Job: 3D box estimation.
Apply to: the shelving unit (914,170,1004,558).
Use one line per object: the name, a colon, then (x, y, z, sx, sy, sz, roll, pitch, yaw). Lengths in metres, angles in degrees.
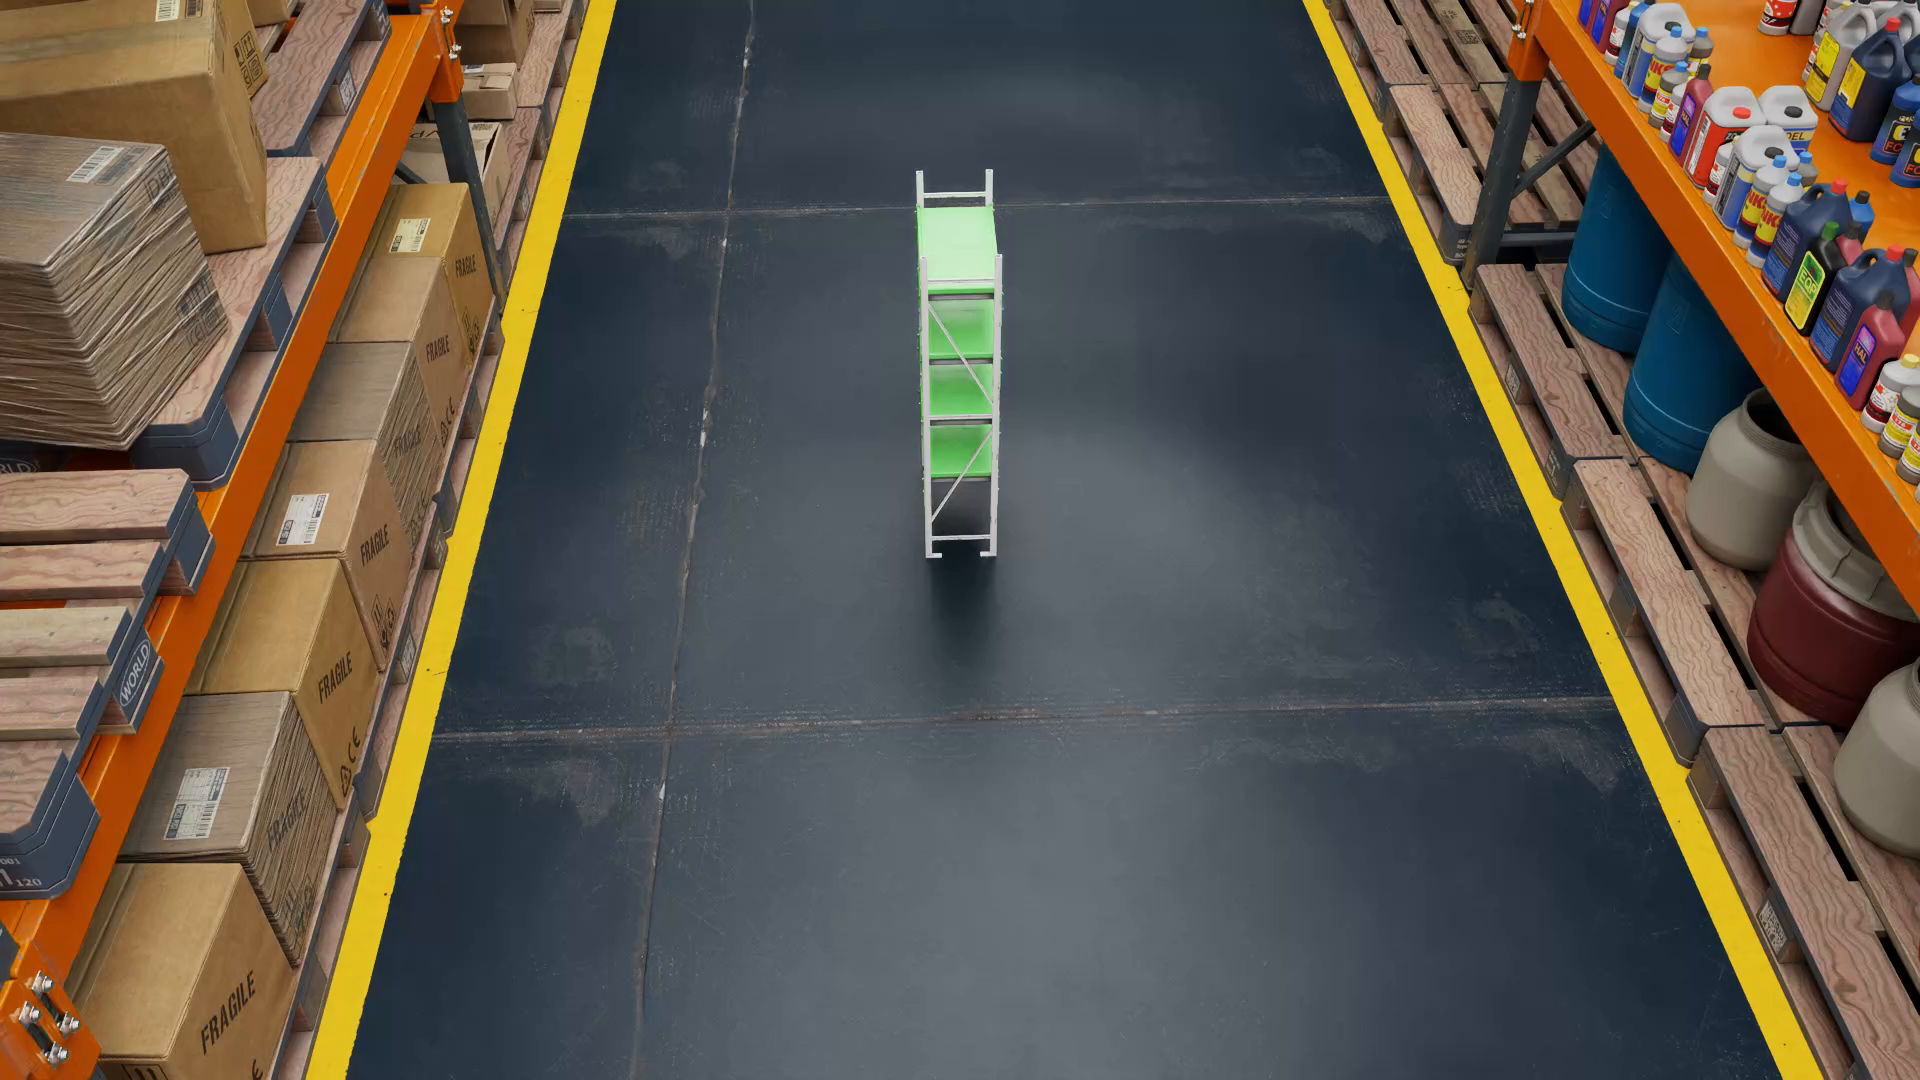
shelving unit: (-0.007, -0.554, 5.466, 0.258, 1.200, 0.503, -2, 43, -2)

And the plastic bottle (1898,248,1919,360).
plastic bottle: (2.406, -0.601, 4.272, 0.061, 0.283, 0.133, -2, 43, -2)

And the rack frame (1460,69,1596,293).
rack frame: (2.592, -2.183, 5.911, 1.000, 3.000, 0.127, -2, 43, -2)

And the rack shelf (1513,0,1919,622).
rack shelf: (2.677, -0.567, 4.681, 1.077, 0.370, 4.000, -2, 43, -2)

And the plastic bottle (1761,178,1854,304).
plastic bottle: (2.291, -0.820, 4.461, 0.144, 0.351, 0.185, -2, 43, -2)

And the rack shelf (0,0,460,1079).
rack shelf: (-2.272, -0.428, 4.529, 1.077, 0.370, 4.000, -2, 43, -2)

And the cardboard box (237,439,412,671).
cardboard box: (-1.992, 0.057, 4.992, 0.500, 0.500, 0.500, -3, 43, -3)

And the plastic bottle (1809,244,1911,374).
plastic bottle: (2.305, -0.605, 4.227, 0.144, 0.351, 0.185, -2, 43, -2)

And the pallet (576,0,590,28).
pallet: (-2.489, -3.126, 9.004, 1.003, 0.211, 1.213, -2, 43, -2)

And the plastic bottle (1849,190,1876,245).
plastic bottle: (2.410, -0.824, 4.524, 0.097, 0.271, 0.097, 0, 43, 0)

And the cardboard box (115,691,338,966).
cardboard box: (-1.949, 0.748, 4.239, 0.500, 0.500, 0.500, -3, 43, -3)

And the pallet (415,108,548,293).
pallet: (-2.385, -1.479, 7.207, 1.003, 0.211, 1.213, -2, 43, -2)

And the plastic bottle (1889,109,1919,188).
plastic bottle: (2.851, -1.184, 4.918, 0.097, 0.271, 0.097, 0, 43, 0)

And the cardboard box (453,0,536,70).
cardboard box: (-2.442, -2.553, 7.838, 0.797, 0.503, 0.637, -2, 43, -2)

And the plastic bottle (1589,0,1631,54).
plastic bottle: (2.187, -1.790, 5.569, 0.061, 0.283, 0.133, -2, 43, -2)

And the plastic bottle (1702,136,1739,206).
plastic bottle: (2.248, -1.082, 4.857, 0.097, 0.201, 0.097, 0, 43, 0)

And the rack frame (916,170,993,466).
rack frame: (-0.017, -0.719, 5.646, 0.240, 1.200, 0.015, -2, 43, -2)

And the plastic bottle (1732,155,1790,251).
plastic bottle: (2.258, -0.951, 4.663, 0.097, 0.271, 0.097, 0, 43, 0)

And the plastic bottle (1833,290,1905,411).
plastic bottle: (2.270, -0.472, 4.131, 0.061, 0.283, 0.133, -2, 43, -2)

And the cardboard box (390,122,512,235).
cardboard box: (-2.159, -1.504, 6.835, 0.500, 0.311, 0.500, -2, 43, -2)

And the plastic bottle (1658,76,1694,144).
plastic bottle: (2.232, -1.329, 5.127, 0.097, 0.201, 0.097, 0, 43, 0)

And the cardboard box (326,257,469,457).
cardboard box: (-2.037, -0.625, 5.736, 0.500, 0.500, 0.500, -2, 43, -2)

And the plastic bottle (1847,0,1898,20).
plastic bottle: (2.947, -1.634, 5.404, 0.152, 0.276, 0.135, -2, 43, -2)

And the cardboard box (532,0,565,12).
cardboard box: (-2.247, -2.890, 8.392, 0.500, 0.250, 0.500, -2, 43, -2)

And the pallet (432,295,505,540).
pallet: (-2.285, -0.467, 6.103, 1.003, 0.211, 1.213, -2, 43, -2)

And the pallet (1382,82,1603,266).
pallet: (2.522, -1.650, 7.394, 1.003, 0.211, 1.213, -2, 43, -2)

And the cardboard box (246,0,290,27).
cardboard box: (-2.560, -1.909, 5.228, 0.700, 0.500, 0.500, -15, 45, -16)

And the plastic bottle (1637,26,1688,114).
plastic bottle: (2.224, -1.486, 5.246, 0.097, 0.271, 0.097, 0, 43, 0)

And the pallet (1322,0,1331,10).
pallet: (2.418, -3.297, 9.191, 1.003, 0.211, 1.213, -2, 43, -2)

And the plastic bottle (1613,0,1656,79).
plastic bottle: (2.214, -1.642, 5.417, 0.097, 0.271, 0.097, 0, 43, 0)

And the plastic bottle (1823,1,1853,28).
plastic bottle: (2.909, -1.683, 5.514, 0.097, 0.201, 0.097, 0, 43, 0)

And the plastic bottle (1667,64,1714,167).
plastic bottle: (2.219, -1.280, 5.013, 0.061, 0.283, 0.133, -2, 43, -2)

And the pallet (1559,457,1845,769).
pallet: (2.638, 0.193, 5.383, 1.003, 0.211, 1.213, -2, 43, -2)

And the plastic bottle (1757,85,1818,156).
plastic bottle: (2.422, -1.193, 4.923, 0.152, 0.276, 0.135, -2, 43, -2)

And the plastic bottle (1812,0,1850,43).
plastic bottle: (2.964, -1.775, 5.614, 0.097, 0.201, 0.097, 0, 43, 0)

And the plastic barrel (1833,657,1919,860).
plastic barrel: (2.611, 0.572, 4.437, 0.421, 0.512, 0.421, 0, 43, 0)

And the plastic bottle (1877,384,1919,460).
plastic bottle: (2.297, -0.299, 4.003, 0.097, 0.201, 0.097, 0, 43, 0)

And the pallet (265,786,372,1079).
pallet: (-2.181, 1.180, 4.306, 1.003, 0.211, 1.213, -2, 43, -2)

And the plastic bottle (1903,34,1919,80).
plastic bottle: (2.966, -1.429, 5.125, 0.144, 0.351, 0.185, -2, 43, -2)

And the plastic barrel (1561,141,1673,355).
plastic barrel: (2.598, -1.196, 6.077, 0.600, 0.901, 0.708, -2, 43, -2)

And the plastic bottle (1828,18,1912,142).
plastic bottle: (2.822, -1.425, 5.121, 0.144, 0.351, 0.185, -2, 43, -2)

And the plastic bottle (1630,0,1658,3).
plastic bottle: (2.285, -1.890, 5.629, 0.144, 0.351, 0.185, -2, 43, -2)

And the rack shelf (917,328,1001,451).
rack shelf: (-0.007, -0.507, 5.510, 0.258, 0.148, 0.480, -2, 43, -2)

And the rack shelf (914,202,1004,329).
rack shelf: (-0.007, -0.861, 5.185, 0.258, 0.148, 0.480, -2, 43, -2)

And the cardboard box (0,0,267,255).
cardboard box: (-2.220, -1.044, 4.284, 0.700, 0.500, 0.500, -12, 44, -13)

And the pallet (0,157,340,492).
pallet: (-2.274, -0.585, 4.310, 1.003, 0.211, 1.213, -2, 43, -2)

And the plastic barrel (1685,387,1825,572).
plastic barrel: (2.563, -0.191, 5.269, 0.421, 0.512, 0.421, 0, 43, 0)
